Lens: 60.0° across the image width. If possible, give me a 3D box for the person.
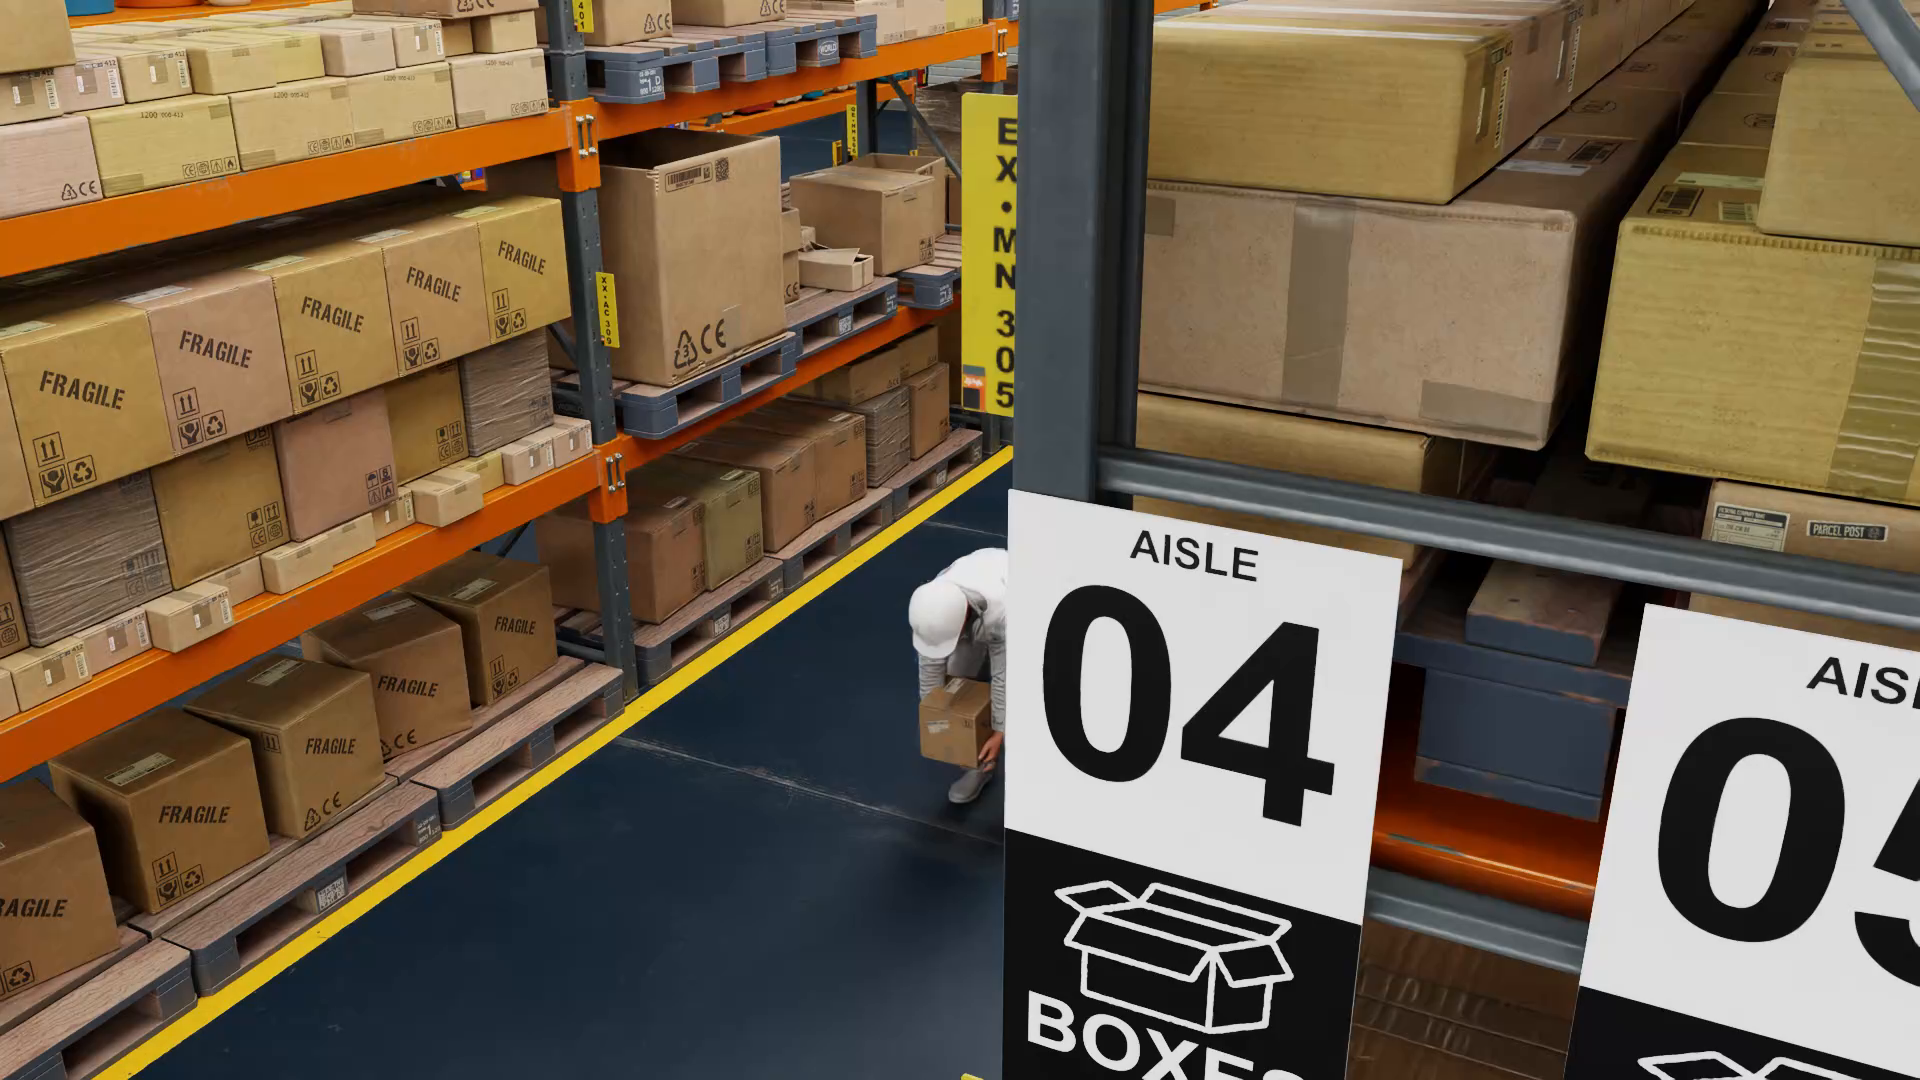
[{"bbox_3d":[0.070,0.614,6.756,0.462,1.258,0.981,10,25,23],"label":"person"}]
